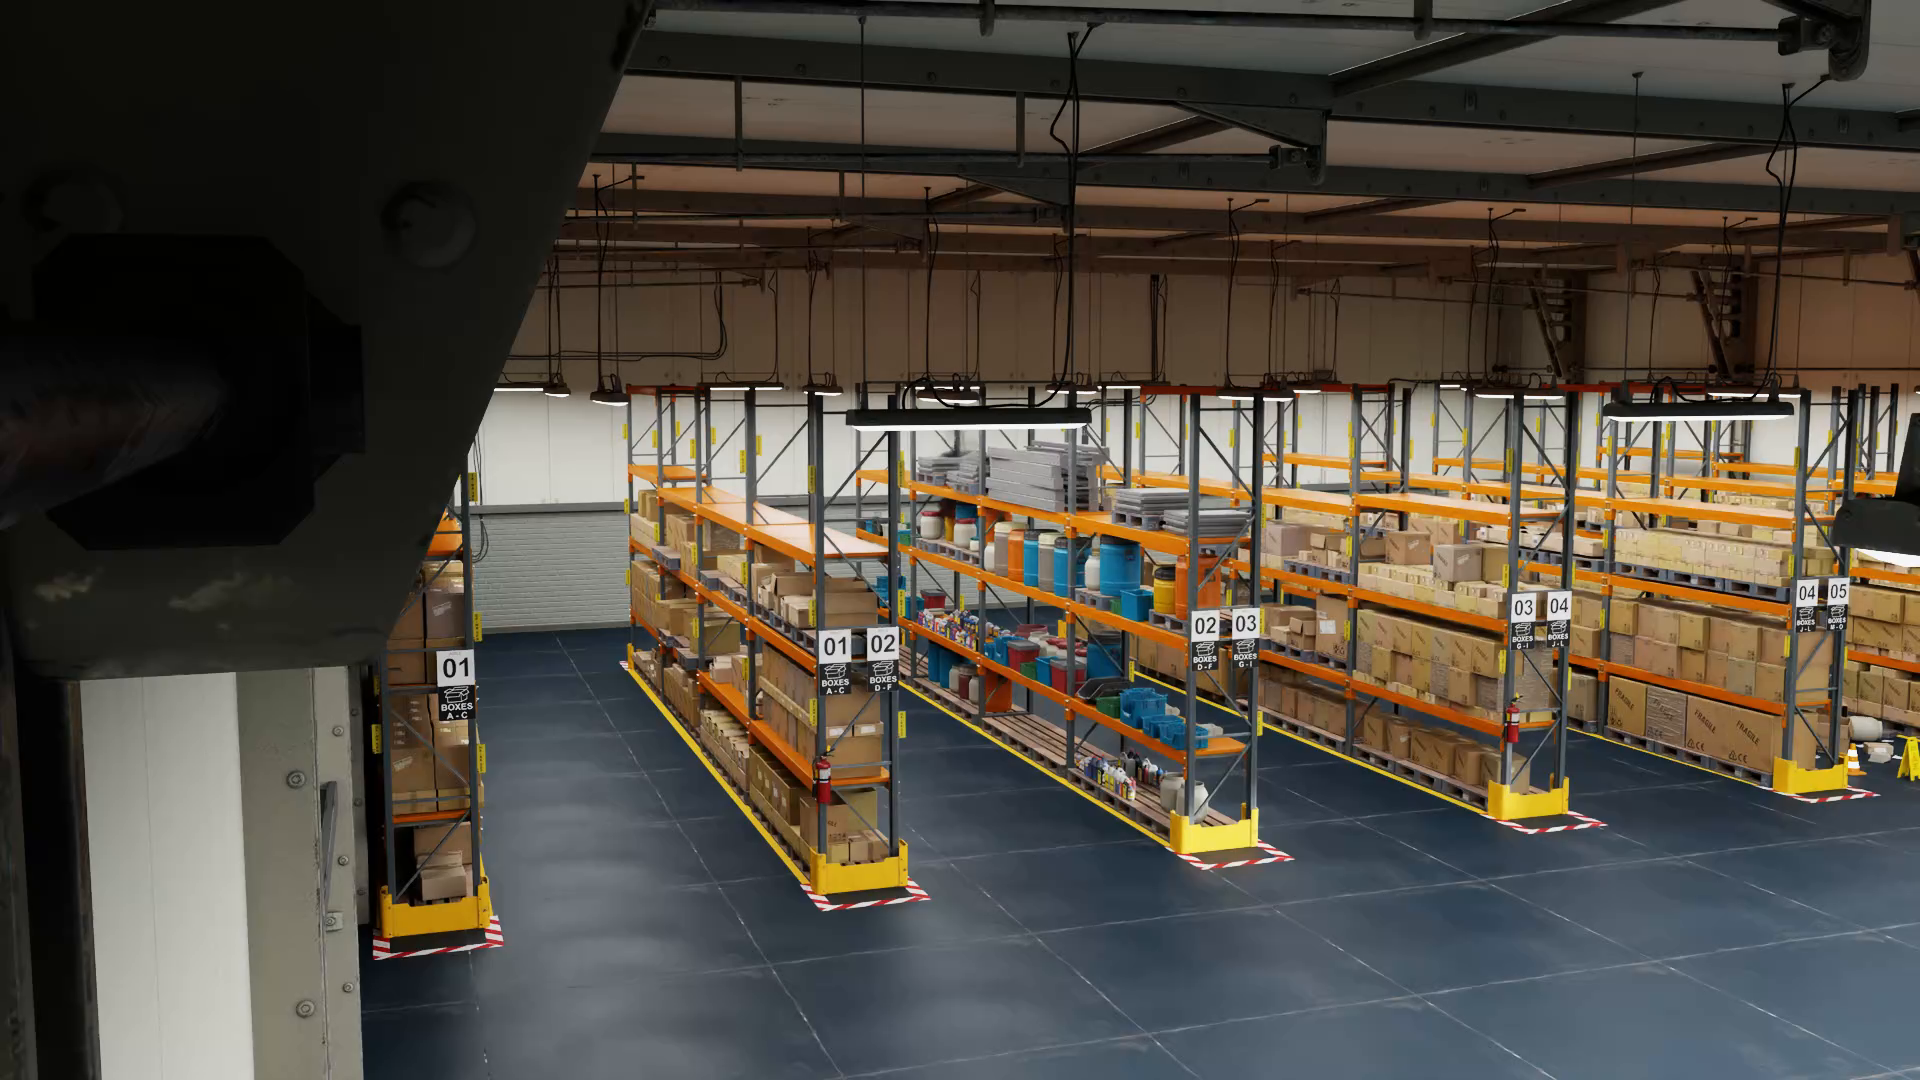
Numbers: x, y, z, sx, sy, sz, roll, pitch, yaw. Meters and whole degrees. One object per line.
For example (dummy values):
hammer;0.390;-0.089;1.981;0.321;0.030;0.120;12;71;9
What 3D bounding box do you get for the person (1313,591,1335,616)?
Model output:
person;7.740;1.874;34.531;0.680;1.836;0.898;-2;6;-20
